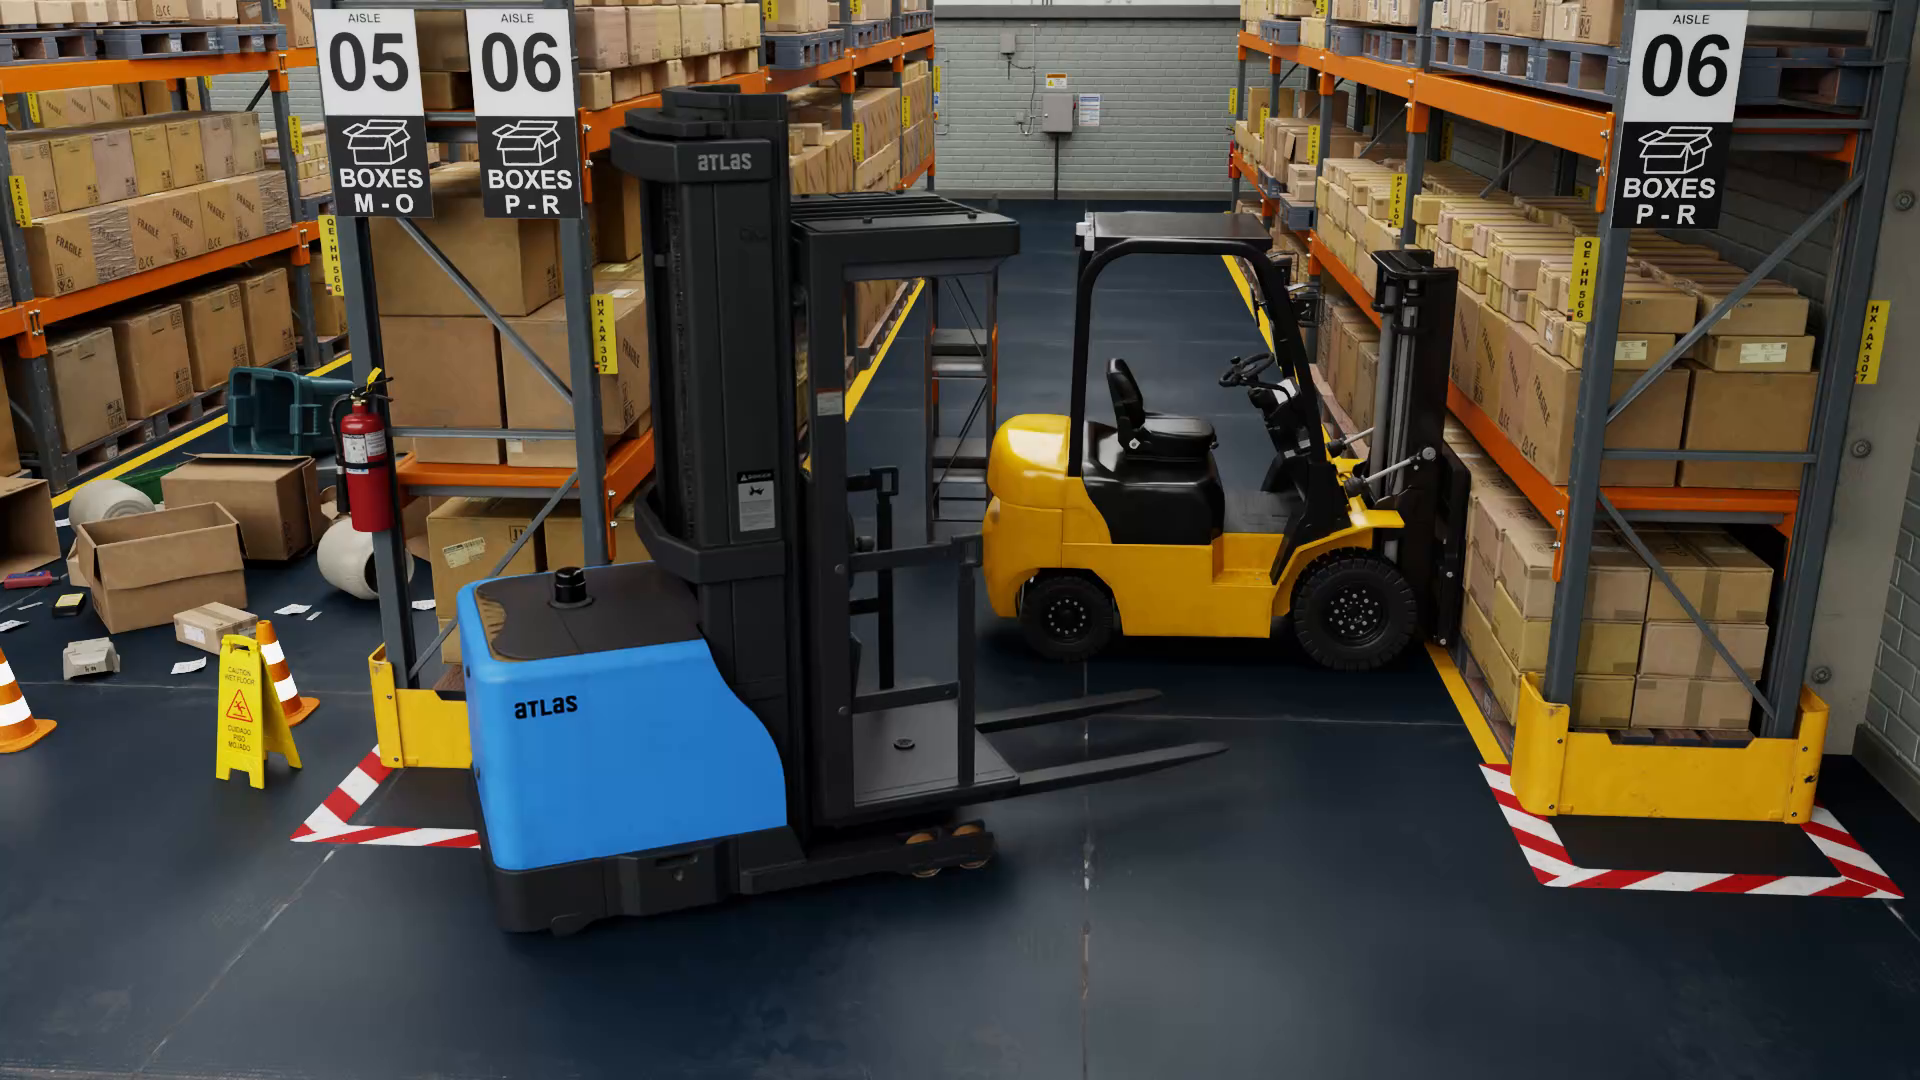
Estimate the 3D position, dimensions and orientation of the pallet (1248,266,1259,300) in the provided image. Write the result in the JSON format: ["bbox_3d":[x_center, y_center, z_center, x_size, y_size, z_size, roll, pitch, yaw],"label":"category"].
[{"bbox_3d":[3.868,-2.943,19.067,1.003,0.211,1.213,1,18,4],"label":"pallet"}]

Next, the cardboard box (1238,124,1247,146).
[{"bbox_3d":[3.767,-5.076,20.861,0.500,0.250,0.500,1,18,5],"label":"cardboard box"}]

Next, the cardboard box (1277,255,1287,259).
[{"bbox_3d":[3.490,-2.601,16.885,0.500,0.500,0.500,1,18,2],"label":"cardboard box"}]

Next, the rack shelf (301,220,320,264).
[{"bbox_3d":[-6.222,-3.281,16.775,1.077,0.370,4.000,1,18,4],"label":"rack shelf"}]

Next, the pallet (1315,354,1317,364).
[{"bbox_3d":[3.622,-1.719,15.330,1.003,0.211,1.213,1,18,4],"label":"pallet"}]

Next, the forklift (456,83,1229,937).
[{"bbox_3d":[-0.397,-0.233,6.428,3.031,2.935,1.130,-7,19,-19],"label":"forklift"}]

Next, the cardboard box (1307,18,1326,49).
[{"bbox_3d":[3.361,-4.488,14.727,0.500,0.250,0.500,1,18,4],"label":"cardboard box"}]

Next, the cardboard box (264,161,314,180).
[{"bbox_3d":[-6.130,-3.369,15.139,0.380,0.149,0.250,2,18,6],"label":"cardboard box"}]

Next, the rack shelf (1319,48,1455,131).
[{"bbox_3d":[3.387,-3.275,11.940,1.077,0.370,4.000,1,18,4],"label":"rack shelf"}]

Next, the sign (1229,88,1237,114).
[{"bbox_3d":[3.563,-5.721,21.676,0.100,0.325,0.005,1,18,4],"label":"sign"}]

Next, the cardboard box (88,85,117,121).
[{"bbox_3d":[-10.653,-5.270,20.248,0.500,0.500,0.500,1,18,2],"label":"cardboard box"}]

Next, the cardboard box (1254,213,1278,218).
[{"bbox_3d":[3.728,-3.695,20.222,0.500,0.500,0.500,2,18,5],"label":"cardboard box"}]

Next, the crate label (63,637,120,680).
[{"bbox_3d":[-4.387,0.595,8.387,0.250,0.136,0.298,-9,20,-25],"label":"crate label"}]

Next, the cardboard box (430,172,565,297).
[{"bbox_3d":[-2.131,-1.423,7.703,0.700,0.500,0.500,1,18,4],"label":"cardboard box"}]

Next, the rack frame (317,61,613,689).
[{"bbox_3d":[-1.994,-0.438,6.943,1.000,3.000,0.127,1,18,4],"label":"rack frame"}]

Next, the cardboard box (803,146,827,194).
[{"bbox_3d":[-1.277,-2.677,12.462,0.500,0.500,0.500,1,18,2],"label":"cardboard box"}]

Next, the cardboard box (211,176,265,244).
[{"bbox_3d":[-6.167,-2.749,13.833,0.500,0.500,0.500,1,18,4],"label":"cardboard box"}]

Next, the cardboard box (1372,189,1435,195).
[{"bbox_3d":[3.085,-2.358,11.598,0.380,0.149,0.250,1,18,3],"label":"cardboard box"}]

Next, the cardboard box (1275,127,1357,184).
[{"bbox_3d":[3.466,-3.753,16.223,0.700,0.500,0.500,1,18,4],"label":"cardboard box"}]

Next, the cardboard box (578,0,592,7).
[{"bbox_3d":[-1.763,-2.308,6.954,0.380,0.149,0.250,1,18,4],"label":"cardboard box"}]

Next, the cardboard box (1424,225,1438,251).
[{"bbox_3d":[2.942,-1.753,9.753,0.380,0.149,0.250,2,18,5],"label":"cardboard box"}]

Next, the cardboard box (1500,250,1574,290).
[{"bbox_3d":[2.751,-1.260,7.770,0.380,0.149,0.250,2,18,5],"label":"cardboard box"}]

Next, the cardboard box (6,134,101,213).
[{"bbox_3d":[-6.587,-2.596,11.763,0.700,0.500,0.500,1,18,3],"label":"cardboard box"}]

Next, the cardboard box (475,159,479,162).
[{"bbox_3d":[-5.820,-4.371,19.350,0.380,0.149,0.250,0,18,1],"label":"cardboard box"}]

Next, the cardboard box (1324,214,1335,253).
[{"bbox_3d":[3.214,-2.453,13.334,0.500,0.250,0.500,1,18,3],"label":"cardboard box"}]

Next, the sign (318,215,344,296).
[{"bbox_3d":[-2.546,-1.157,6.770,0.100,0.325,0.005,1,18,4],"label":"sign"}]

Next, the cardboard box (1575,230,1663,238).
[{"bbox_3d":[3.349,-1.487,8.464,0.380,0.149,0.250,2,18,5],"label":"cardboard box"}]

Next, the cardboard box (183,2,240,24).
[{"bbox_3d":[-6.577,-4.658,14.843,0.500,0.500,0.500,1,18,4],"label":"cardboard box"}]

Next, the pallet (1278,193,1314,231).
[{"bbox_3d":[3.509,-2.934,14.868,1.213,0.211,1.003,1,18,4],"label":"pallet"}]

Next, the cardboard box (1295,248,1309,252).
[{"bbox_3d":[3.505,-2.778,16.383,0.380,0.149,0.250,1,18,4],"label":"cardboard box"}]

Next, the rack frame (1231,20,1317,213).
[{"bbox_3d":[4.104,-5.298,21.774,1.000,3.000,0.127,1,18,4],"label":"rack frame"}]

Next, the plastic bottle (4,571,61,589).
[{"bbox_3d":[-5.361,0.228,9.630,0.283,0.061,0.133,-5,19,-15],"label":"plastic bottle"}]

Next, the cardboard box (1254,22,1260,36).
[{"bbox_3d":[3.630,-5.959,19.376,0.380,0.149,0.250,2,18,5],"label":"cardboard box"}]

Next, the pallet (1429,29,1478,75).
[{"bbox_3d":[3.209,-2.689,9.136,1.003,0.211,1.213,1,18,4],"label":"pallet"}]

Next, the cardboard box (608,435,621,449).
[{"bbox_3d":[-1.759,-0.498,7.530,0.380,0.149,0.250,2,18,5],"label":"cardboard box"}]

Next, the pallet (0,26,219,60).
[{"bbox_3d":[-6.435,-3.789,12.655,1.003,0.211,1.213,2,18,6],"label":"pallet"}]

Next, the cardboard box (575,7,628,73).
[{"bbox_3d":[-1.692,-2.084,6.911,0.500,0.250,0.500,1,18,3],"label":"cardboard box"}]

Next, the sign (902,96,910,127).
[{"bbox_3d":[-0.592,-4.669,18.121,0.100,0.325,0.005,1,18,4],"label":"sign"}]

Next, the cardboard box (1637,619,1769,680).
[{"bbox_3d":[3.198,0.400,7.325,0.500,0.250,0.500,2,18,5],"label":"cardboard box"}]

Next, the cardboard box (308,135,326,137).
[{"bbox_3d":[-6.063,-3.830,16.067,0.380,0.149,0.250,2,18,6],"label":"cardboard box"}]

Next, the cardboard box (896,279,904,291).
[{"bbox_3d":[-1.098,-3.161,17.989,0.875,0.875,0.875,2,18,6],"label":"cardboard box"}]

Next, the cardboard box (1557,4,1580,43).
[{"bbox_3d":[2.714,-2.146,6.905,0.380,0.149,0.250,1,18,2],"label":"cardboard box"}]

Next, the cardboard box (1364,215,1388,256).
[{"bbox_3d":[3.054,-2.055,11.316,0.500,0.250,0.500,1,18,2],"label":"cardboard box"}]

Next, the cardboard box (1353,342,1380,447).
[{"bbox_3d":[3.334,-1.045,11.934,0.875,0.625,0.625,1,18,3],"label":"cardboard box"}]

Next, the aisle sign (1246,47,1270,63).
[{"bbox_3d":[3.816,-6.561,21.453,0.394,0.787,0.004,1,18,4],"label":"aisle sign"}]

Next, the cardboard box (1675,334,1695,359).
[{"bbox_3d":[3.195,-0.862,7.034,0.380,0.149,0.250,1,18,4],"label":"cardboard box"}]

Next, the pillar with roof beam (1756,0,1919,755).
[{"bbox_3d":[-0.388,-3.472,6.566,9.100,9.000,0.400,1,18,4],"label":"pillar with roof beam"}]

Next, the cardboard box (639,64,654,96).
[{"bbox_3d":[-1.655,-2.165,7.799,0.380,0.149,0.250,1,18,2],"label":"cardboard box"}]

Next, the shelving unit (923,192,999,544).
[{"bbox_3d":[0.012,-1.049,10.253,0.431,2.100,0.503,1,18,4],"label":"shelving unit"}]

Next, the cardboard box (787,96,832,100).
[{"bbox_3d":[-1.530,-4.082,16.298,0.500,0.500,0.500,1,18,3],"label":"cardboard box"}]

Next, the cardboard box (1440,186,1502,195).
[{"bbox_3d":[3.627,-2.426,11.806,0.380,0.149,0.250,1,18,3],"label":"cardboard box"}]
